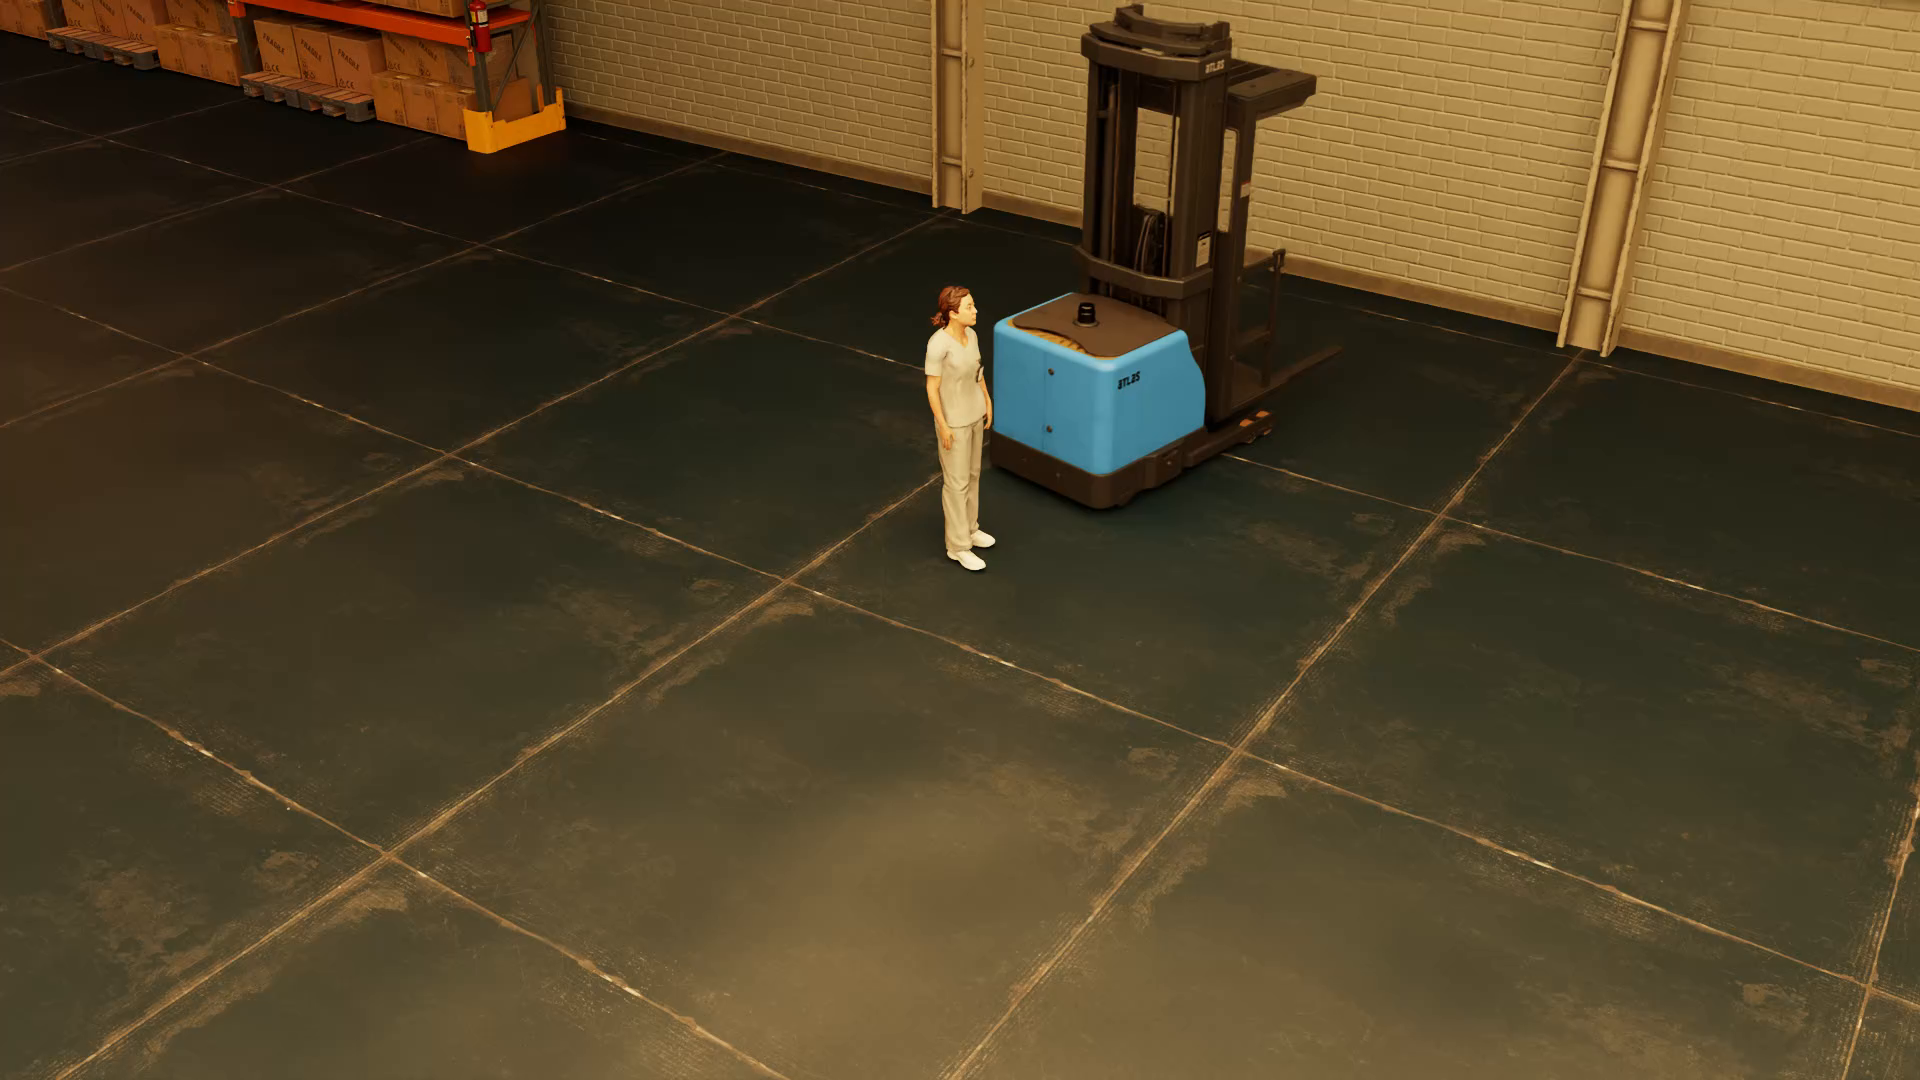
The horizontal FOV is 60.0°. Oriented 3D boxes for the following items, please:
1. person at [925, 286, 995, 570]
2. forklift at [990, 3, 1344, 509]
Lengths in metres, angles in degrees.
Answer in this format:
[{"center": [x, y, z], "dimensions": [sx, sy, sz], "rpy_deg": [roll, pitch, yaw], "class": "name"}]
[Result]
[{"center": [0.061, -0.702, 10.026], "dimensions": [0.532, 1.673, 0.550], "rpy_deg": [19, 35, 29], "class": "person"}, {"center": [1.597, -2.109, 11.213], "dimensions": [1.130, 2.935, 3.031], "rpy_deg": [26, 39, 37], "class": "forklift"}]
